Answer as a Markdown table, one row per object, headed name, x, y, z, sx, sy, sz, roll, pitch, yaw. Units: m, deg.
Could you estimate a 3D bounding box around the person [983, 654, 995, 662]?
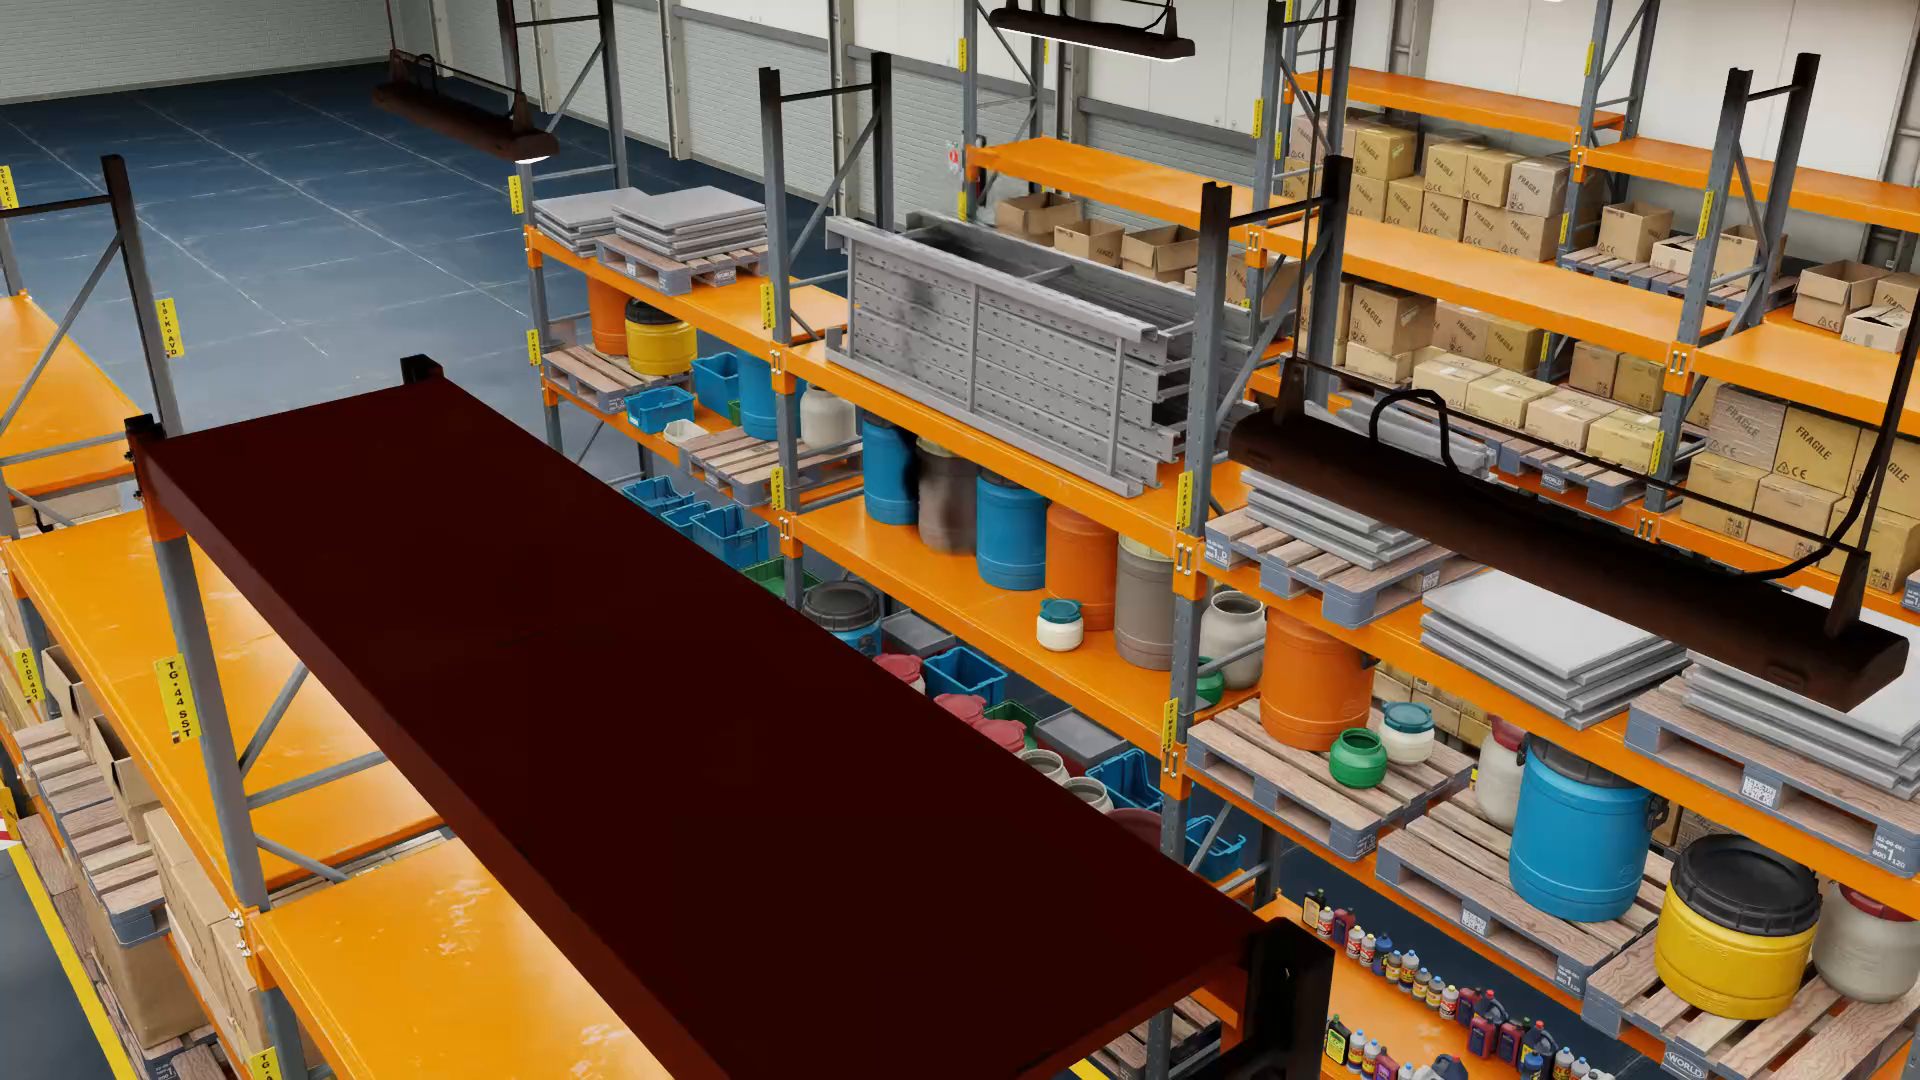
| name | x | y | z | sx | sy | sz | roll | pitch | yaw |
| --- | --- | --- | --- | --- | --- | --- | --- | --- | --- |
| person | 0.012 | 0.331 | 15.056 | 0.575 | 1.694 | 0.887 | -23 | 34 | -39 |
